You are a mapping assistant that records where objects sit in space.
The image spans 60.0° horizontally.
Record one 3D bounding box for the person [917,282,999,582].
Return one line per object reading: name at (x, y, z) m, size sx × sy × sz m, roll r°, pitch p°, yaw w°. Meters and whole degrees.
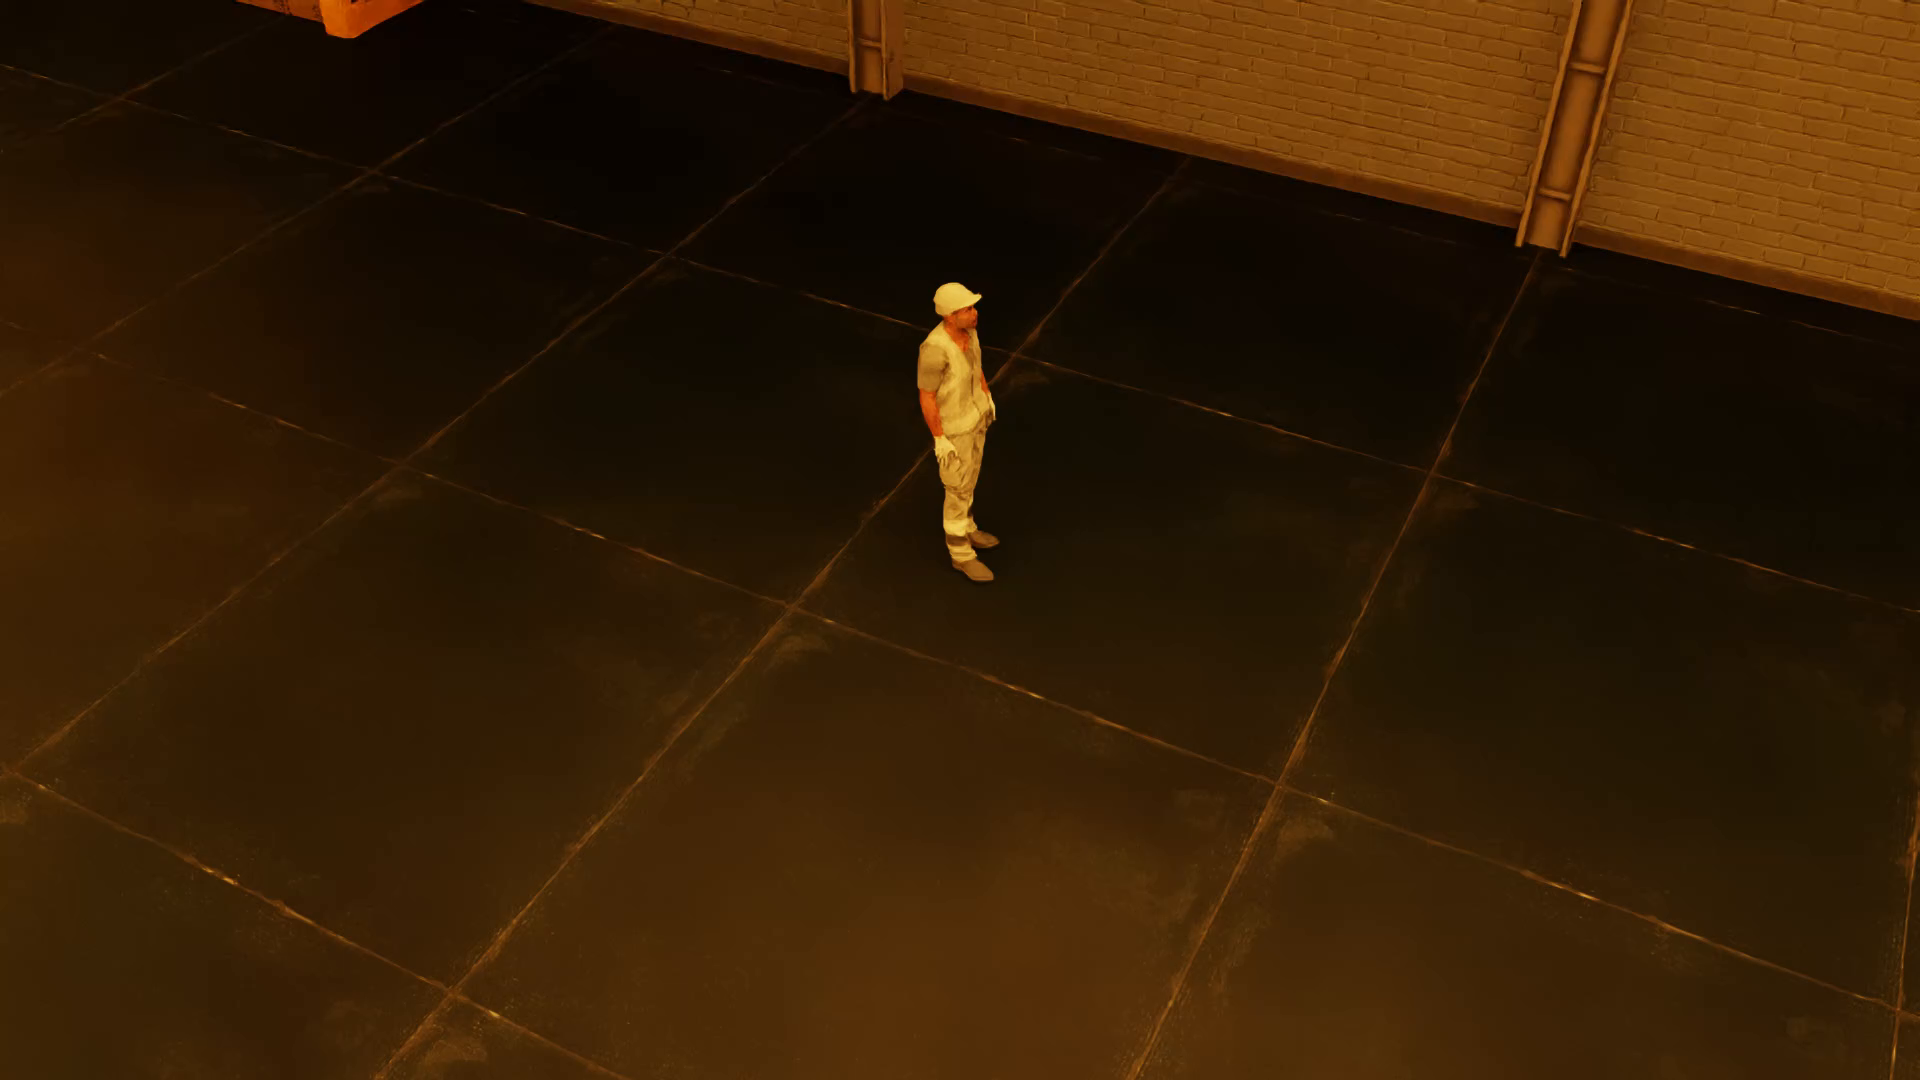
person at (0.066, -0.659, 9.645) m, size 0.563 × 1.787 × 0.637 m, roll 18°, pitch 43°, yaw 21°
